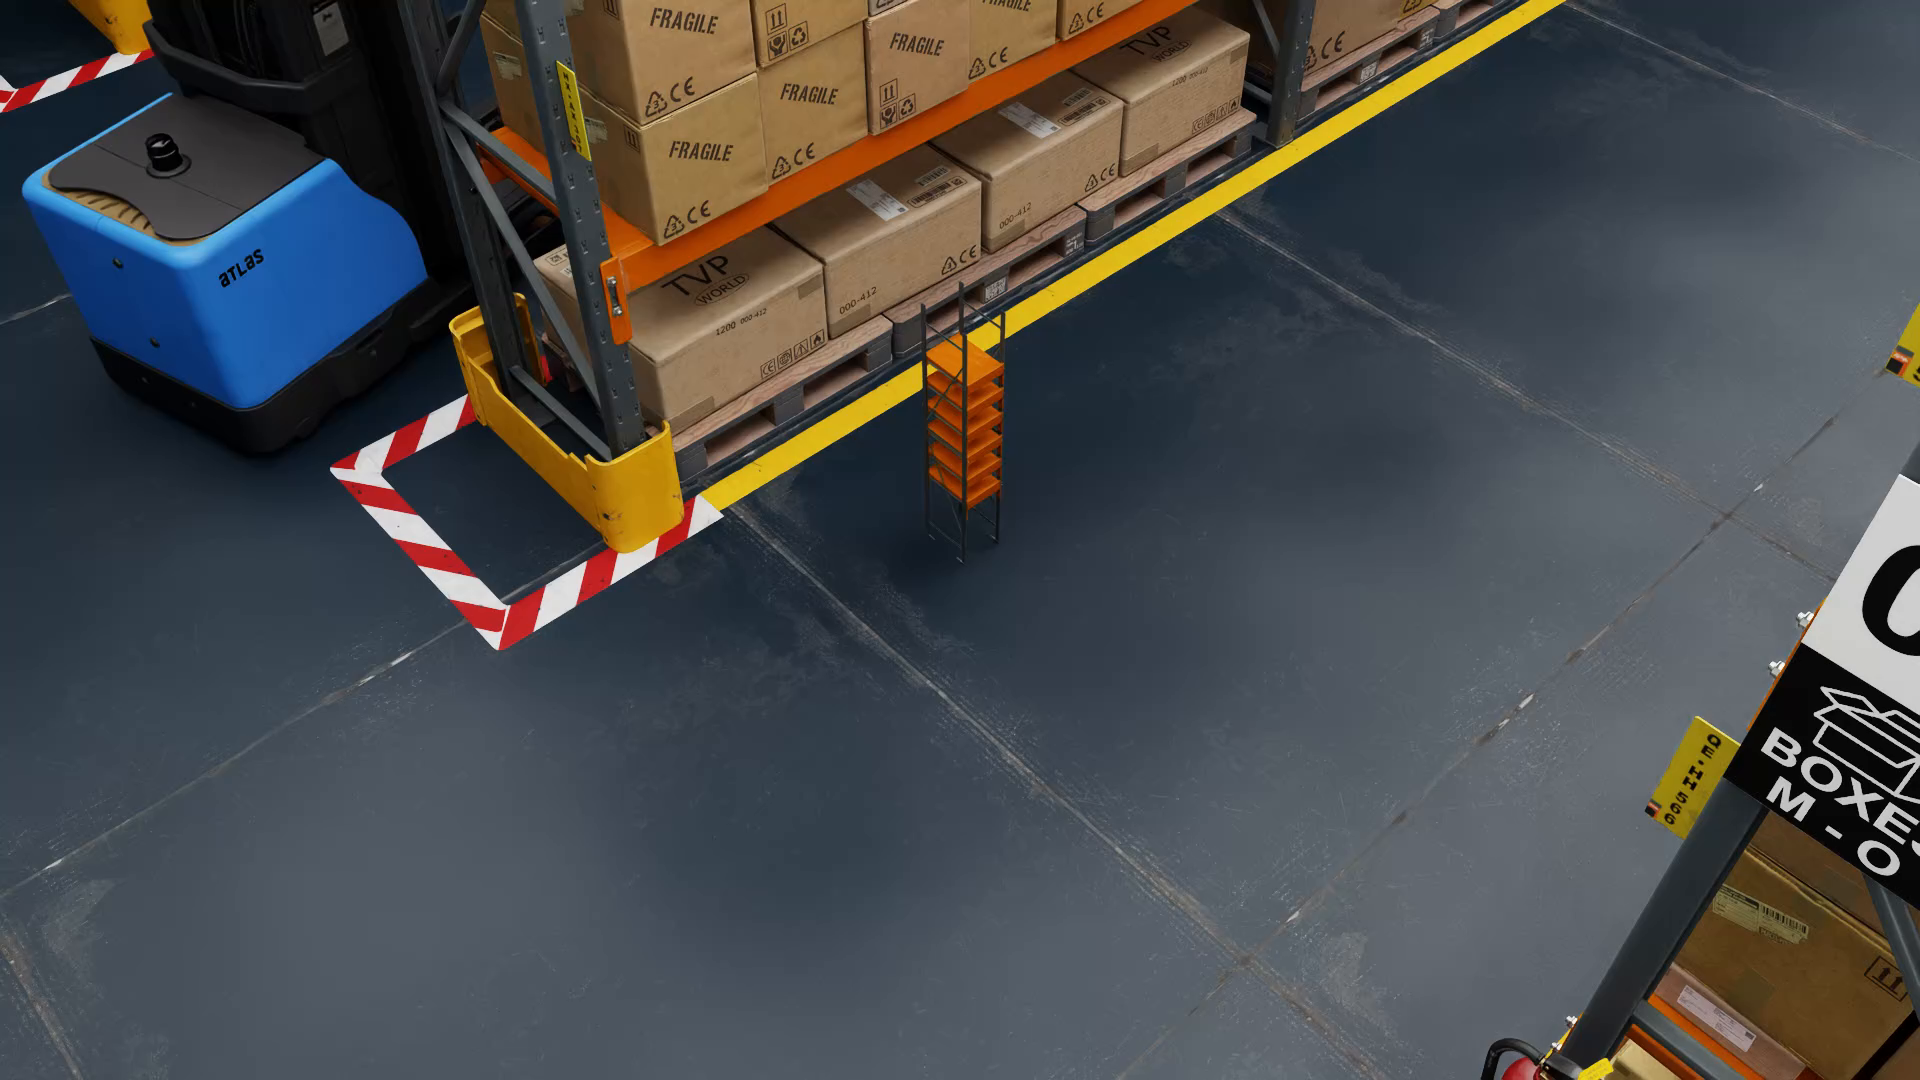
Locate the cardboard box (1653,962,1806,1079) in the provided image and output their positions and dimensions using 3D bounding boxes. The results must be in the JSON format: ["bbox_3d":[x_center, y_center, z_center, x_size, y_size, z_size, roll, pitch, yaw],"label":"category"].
[{"bbox_3d":[1.849,1.055,3.906,0.250,0.149,0.380,-34,56,-27],"label":"cardboard box"}]

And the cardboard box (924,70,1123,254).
[{"bbox_3d":[0.154,-1.913,7.932,0.875,0.438,0.875,-35,56,-28],"label":"cardboard box"}]

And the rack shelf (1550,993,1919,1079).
[{"bbox_3d":[3.277,0.540,4.700,4.000,0.370,1.077,-34,56,-27],"label":"rack shelf"}]

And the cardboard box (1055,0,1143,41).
[{"bbox_3d":[0.442,-2.486,6.935,0.500,0.500,0.500,-35,56,-28],"label":"cardboard box"}]

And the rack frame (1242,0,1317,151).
[{"bbox_3d":[1.352,-3.335,7.786,0.127,3.000,1.000,-34,56,-27],"label":"rack frame"}]

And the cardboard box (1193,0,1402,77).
[{"bbox_3d":[1.757,-3.107,8.735,0.875,0.875,0.875,-32,55,-26],"label":"cardboard box"}]

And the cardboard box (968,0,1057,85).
[{"bbox_3d":[0.044,-2.236,6.704,0.500,0.500,0.500,-32,55,-26],"label":"cardboard box"}]

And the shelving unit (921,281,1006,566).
[{"bbox_3d":[0.011,-0.414,6.316,0.189,1.200,0.258,-34,56,-27],"label":"shelving unit"}]

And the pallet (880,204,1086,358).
[{"bbox_3d":[-0.166,-1.449,7.944,1.213,0.211,1.003,-34,56,-27],"label":"pallet"}]

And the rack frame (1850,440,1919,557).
[{"bbox_3d":[1.798,-0.750,1.319,0.127,3.000,1.000,-34,56,-27],"label":"rack frame"}]

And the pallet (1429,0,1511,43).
[{"bbox_3d":[2.776,-3.418,9.760,1.213,0.211,1.003,-34,56,-27],"label":"pallet"}]

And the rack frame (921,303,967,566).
[{"bbox_3d":[-0.057,-0.369,6.274,0.006,1.200,0.240,-34,56,-27],"label":"rack frame"}]

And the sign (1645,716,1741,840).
[{"bbox_3d":[1.439,0.473,3.269,0.005,0.325,0.100,-34,56,-27],"label":"sign"}]

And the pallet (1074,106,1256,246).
[{"bbox_3d":[0.737,-2.056,8.503,1.213,0.211,1.003,-34,56,-27],"label":"pallet"}]

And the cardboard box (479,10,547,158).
[{"bbox_3d":[-1.428,-1.773,6.277,0.500,0.500,0.500,-33,56,-27],"label":"cardboard box"}]

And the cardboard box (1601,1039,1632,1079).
[{"bbox_3d":[1.996,1.592,4.692,0.250,0.149,0.380,-35,56,-28],"label":"cardboard box"}]

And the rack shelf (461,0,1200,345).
[{"bbox_3d":[-0.127,-2.102,7.138,4.000,0.370,1.077,-34,56,-27],"label":"rack shelf"}]

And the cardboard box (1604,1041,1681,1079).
[{"bbox_3d":[2.019,1.508,4.567,0.250,0.149,0.380,-33,55,-27],"label":"cardboard box"}]

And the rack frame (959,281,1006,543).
[{"bbox_3d":[0.078,-0.459,6.357,0.006,1.200,0.240,-34,56,-27],"label":"rack frame"}]

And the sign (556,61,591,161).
[{"bbox_3d":[-1.238,-1.373,5.333,0.005,0.325,0.100,-34,56,-27],"label":"sign"}]

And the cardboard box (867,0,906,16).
[{"bbox_3d":[-0.307,-2.330,6.111,0.500,0.500,0.500,-34,56,-27],"label":"cardboard box"}]

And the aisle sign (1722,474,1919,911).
[{"bbox_3d":[1.542,0.276,2.685,0.004,0.787,0.394,-34,56,-27],"label":"aisle sign"}]

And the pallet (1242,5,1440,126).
[{"bbox_3d":[1.873,-2.811,9.200,1.213,0.211,1.003,-34,56,-27],"label":"pallet"}]

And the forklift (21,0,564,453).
[{"bbox_3d":[-2.569,-2.432,7.000,1.130,2.935,3.031,24,52,21],"label":"forklift"}]

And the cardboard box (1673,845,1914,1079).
[{"bbox_3d":[1.957,0.788,3.712,0.500,0.500,0.500,-33,55,-26],"label":"cardboard box"}]

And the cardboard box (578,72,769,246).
[{"bbox_3d":[-1.059,-1.472,5.999,0.500,0.500,0.500,-34,56,-27],"label":"cardboard box"}]

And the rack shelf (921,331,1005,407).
[{"bbox_3d":[0.011,-0.628,6.084,0.180,0.103,0.258,-34,56,-27],"label":"rack shelf"}]

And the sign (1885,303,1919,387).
[{"bbox_3d":[1.439,-0.344,2.383,0.005,0.325,0.100,-34,56,-27],"label":"sign"}]

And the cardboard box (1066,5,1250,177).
[{"bbox_3d":[0.816,-2.356,8.341,0.875,0.438,0.875,-35,56,-28],"label":"cardboard box"}]

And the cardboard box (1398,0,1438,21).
[{"bbox_3d":[2.420,-3.557,9.151,0.875,0.875,0.875,-32,55,-26],"label":"cardboard box"}]

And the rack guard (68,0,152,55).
[{"bbox_3d":[-4.893,-3.244,9.403,0.348,0.500,1.175,-34,56,-27],"label":"rack guard"}]

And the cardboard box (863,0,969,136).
[{"bbox_3d":[-0.315,-1.979,6.467,0.500,0.500,0.500,-34,56,-27],"label":"cardboard box"}]

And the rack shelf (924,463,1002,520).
[{"bbox_3d":[0.011,-0.221,6.525,0.180,0.103,0.258,-34,56,-27],"label":"rack shelf"}]

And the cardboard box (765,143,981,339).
[{"bbox_3d":[-0.515,-1.468,7.521,0.875,0.438,0.875,-32,55,-26],"label":"cardboard box"}]

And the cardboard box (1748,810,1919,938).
[{"bbox_3d":[1.969,0.449,3.344,0.500,0.500,0.500,-35,56,-28],"label":"cardboard box"}]

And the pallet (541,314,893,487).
[{"bbox_3d":[-1.068,-0.849,7.390,1.213,0.211,1.003,-34,56,-27],"label":"pallet"}]

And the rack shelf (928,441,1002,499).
[{"bbox_3d":[0.011,-0.303,6.436,0.180,0.103,0.258,-34,56,-27],"label":"rack shelf"}]

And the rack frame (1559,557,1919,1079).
[{"bbox_3d":[1.798,1.285,3.524,0.127,3.000,1.000,-34,56,-27],"label":"rack frame"}]

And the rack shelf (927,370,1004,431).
[{"bbox_3d":[0.011,-0.547,6.172,0.180,0.103,0.258,-34,56,-27],"label":"rack shelf"}]

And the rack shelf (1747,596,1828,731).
[{"bbox_3d":[3.277,-0.477,3.598,4.000,0.370,1.077,-34,56,-27],"label":"rack shelf"}]

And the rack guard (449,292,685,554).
[{"bbox_3d":[-1.625,-0.497,6.869,0.348,0.500,1.175,-34,56,-27],"label":"rack guard"}]

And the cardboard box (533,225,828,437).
[{"bbox_3d":[-1.186,-1.011,7.100,0.875,0.438,0.875,-36,57,-28],"label":"cardboard box"}]

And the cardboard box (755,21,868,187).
[{"bbox_3d":[-0.703,-1.737,6.244,0.500,0.500,0.500,-35,56,-28],"label":"cardboard box"}]

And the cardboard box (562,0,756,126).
[{"bbox_3d":[-1.060,-1.812,5.633,0.500,0.500,0.500,-35,56,-28],"label":"cardboard box"}]

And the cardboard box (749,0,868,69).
[{"bbox_3d":[-0.683,-2.072,5.872,0.500,0.500,0.500,-35,56,-28],"label":"cardboard box"}]

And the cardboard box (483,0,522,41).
[{"bbox_3d":[-1.411,-2.098,5.896,0.500,0.500,0.500,-32,55,-26],"label":"cardboard box"}]

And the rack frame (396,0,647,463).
[{"bbox_3d":[-1.607,-1.357,5.961,0.127,3.000,1.000,-34,56,-27],"label":"rack frame"}]

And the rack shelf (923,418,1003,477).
[{"bbox_3d":[0.011,-0.384,6.348,0.180,0.103,0.258,-34,56,-27],"label":"rack shelf"}]

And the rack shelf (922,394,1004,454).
[{"bbox_3d":[0.011,-0.465,6.260,0.180,0.103,0.258,-34,56,-27],"label":"rack shelf"}]

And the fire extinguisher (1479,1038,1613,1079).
[{"bbox_3d":[1.301,1.311,3.806,0.183,0.674,0.296,-34,56,-27],"label":"fire extinguisher"}]
